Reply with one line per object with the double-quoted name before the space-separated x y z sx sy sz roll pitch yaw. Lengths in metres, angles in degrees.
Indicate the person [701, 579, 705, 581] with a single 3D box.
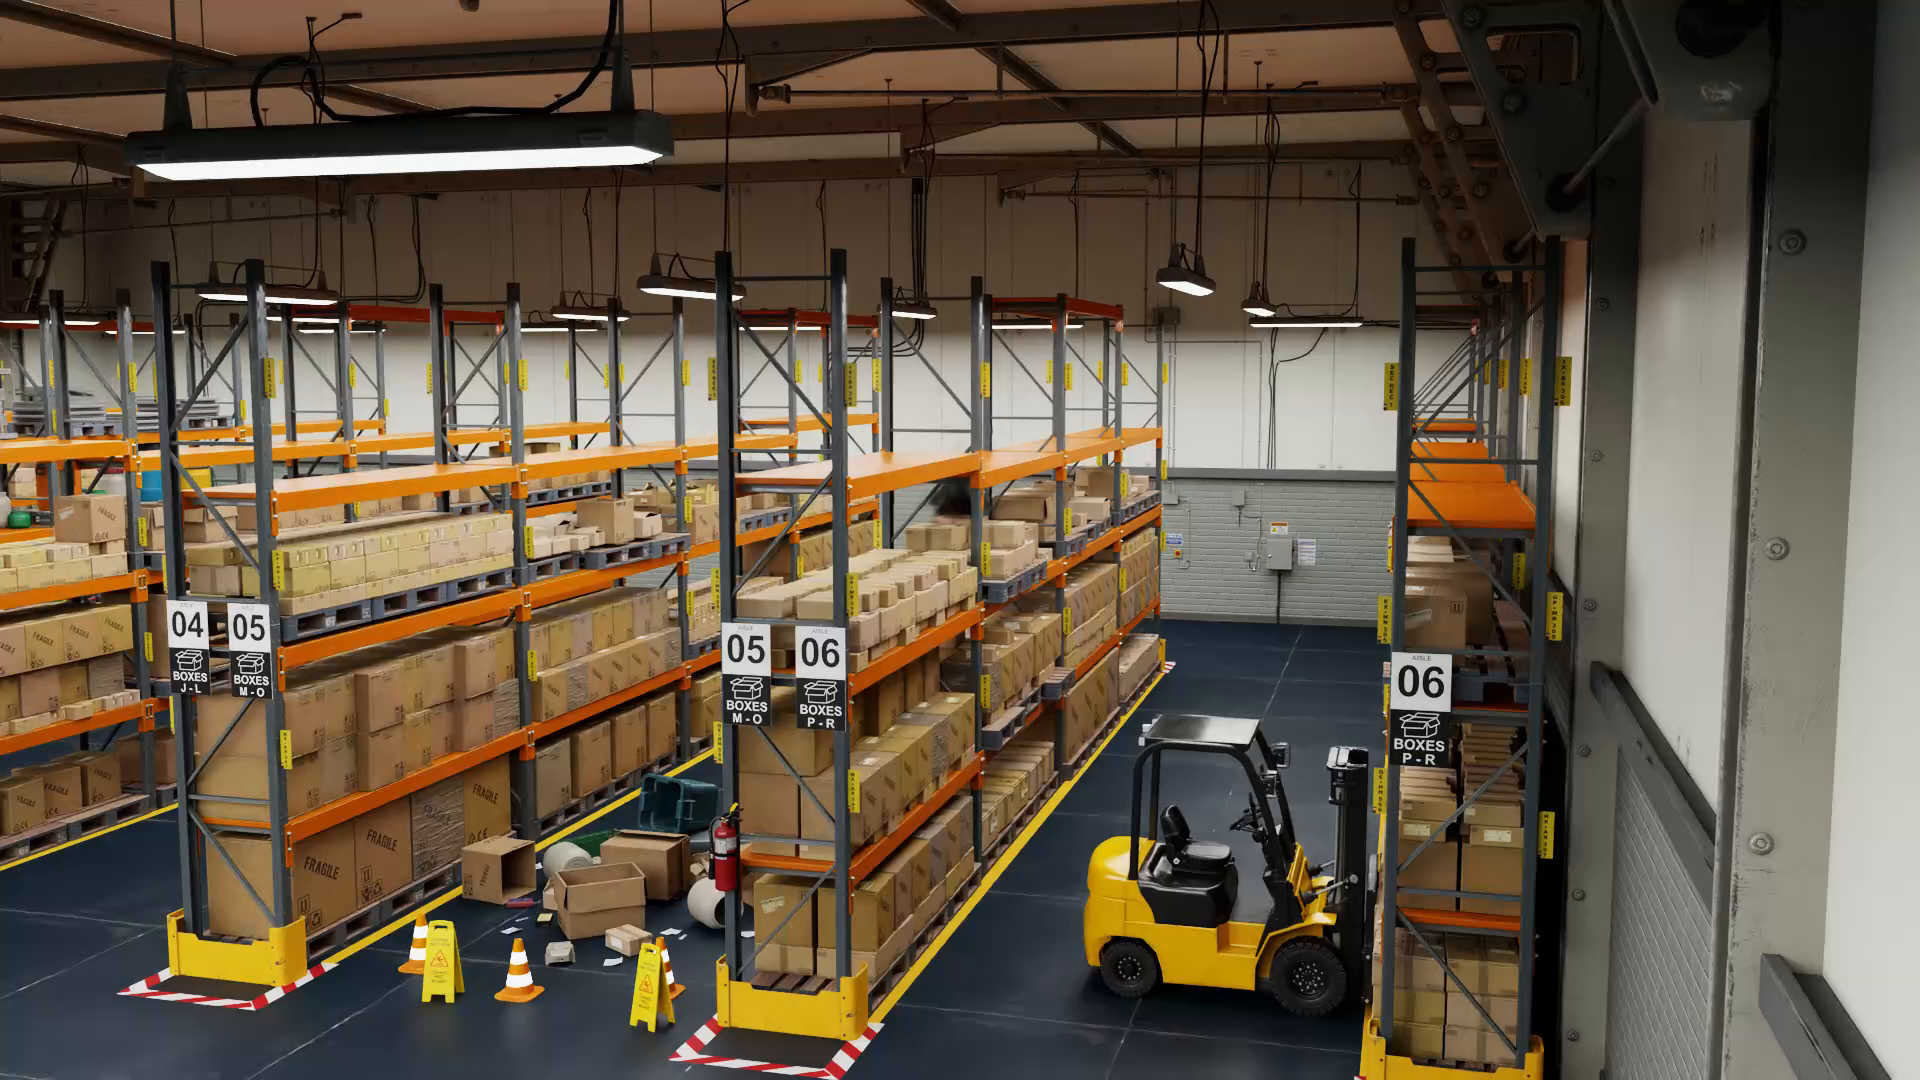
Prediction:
"person" -4.176 1.442 27.732 0.549 1.620 0.822 2 6 20
